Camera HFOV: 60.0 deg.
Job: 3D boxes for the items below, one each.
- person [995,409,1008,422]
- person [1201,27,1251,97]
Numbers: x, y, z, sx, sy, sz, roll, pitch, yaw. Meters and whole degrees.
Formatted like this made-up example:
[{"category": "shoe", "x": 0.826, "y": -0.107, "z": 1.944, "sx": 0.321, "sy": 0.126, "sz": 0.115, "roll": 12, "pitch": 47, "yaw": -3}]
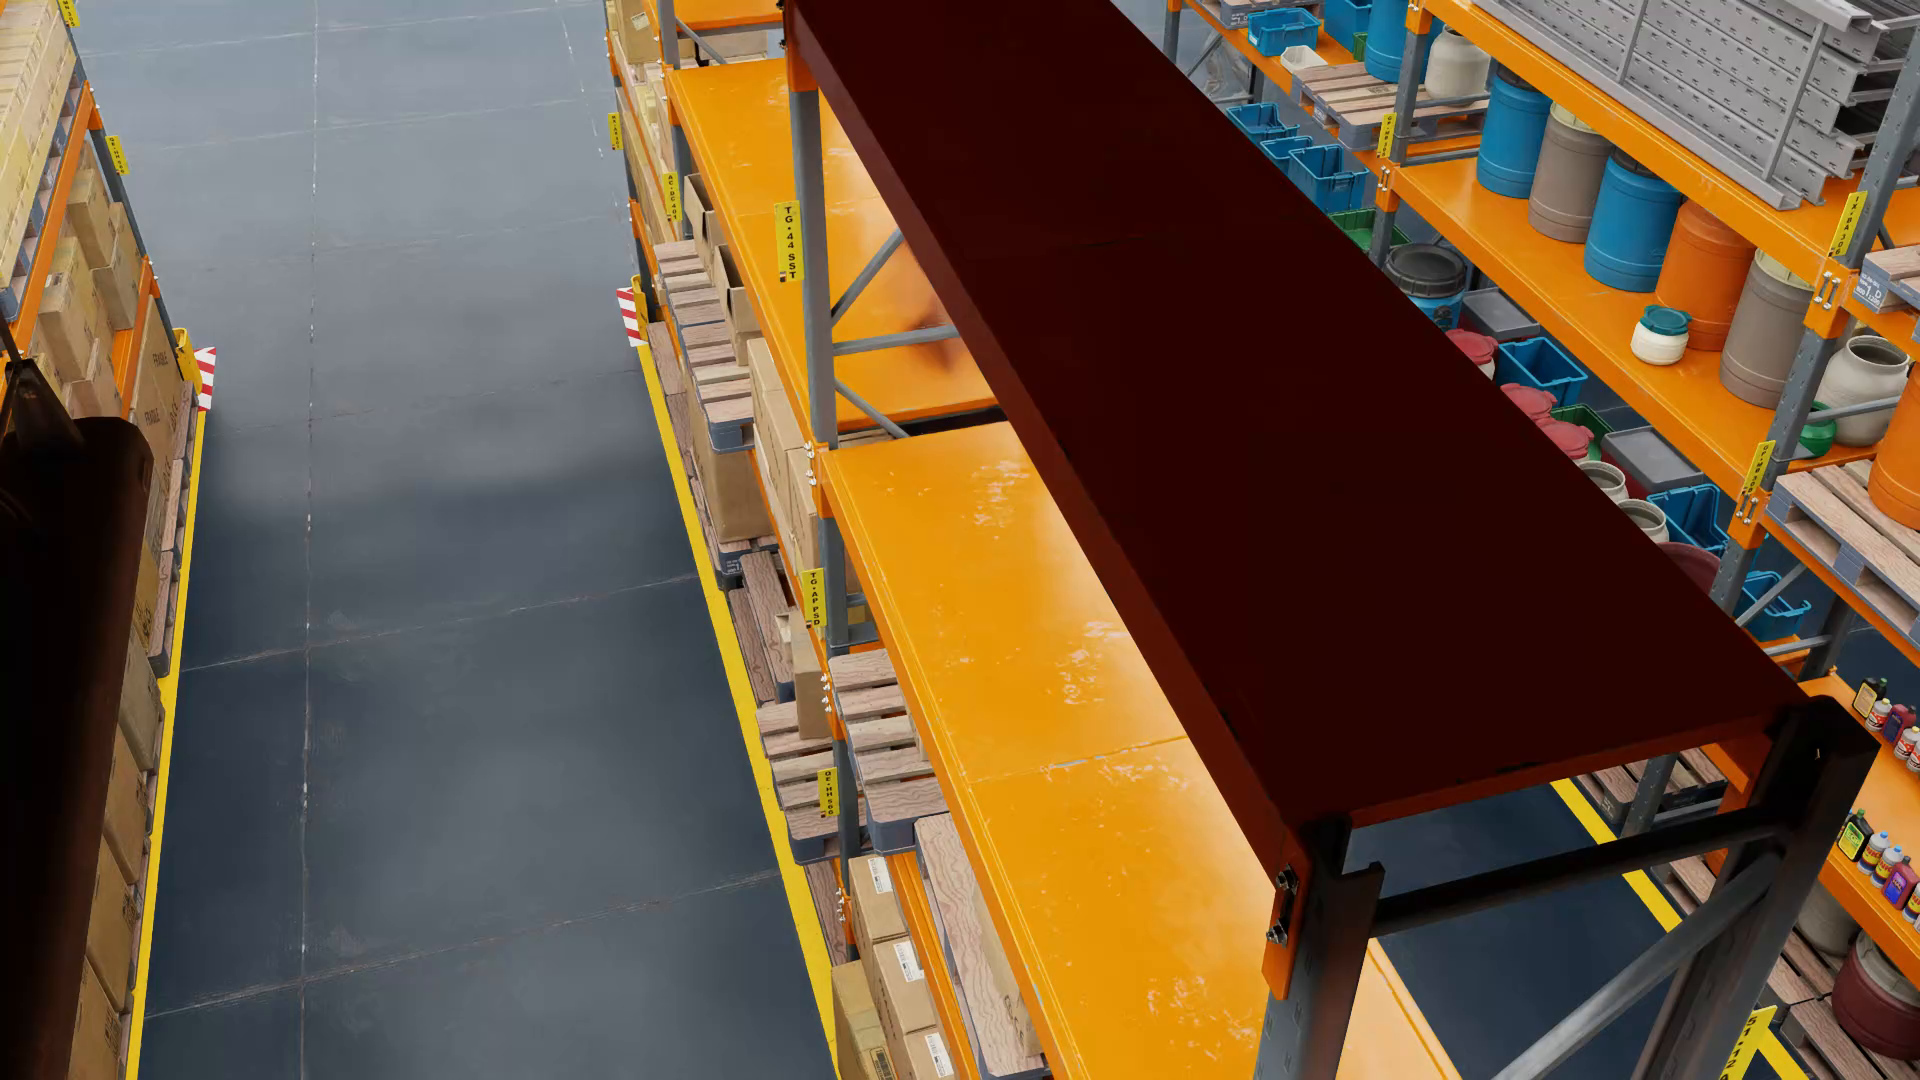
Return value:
[{"category": "person", "x": 0.376, "y": -0.422, "z": 11.906, "sx": 0.658, "sy": 1.723, "sz": 0.586, "roll": -15, "pitch": 41, "yaw": -18}, {"category": "person", "x": 3.033, "y": -5.747, "z": 18.725, "sx": 0.733, "sy": 1.745, "sz": 0.584, "roll": 6, "pitch": 39, "yaw": 7}]
